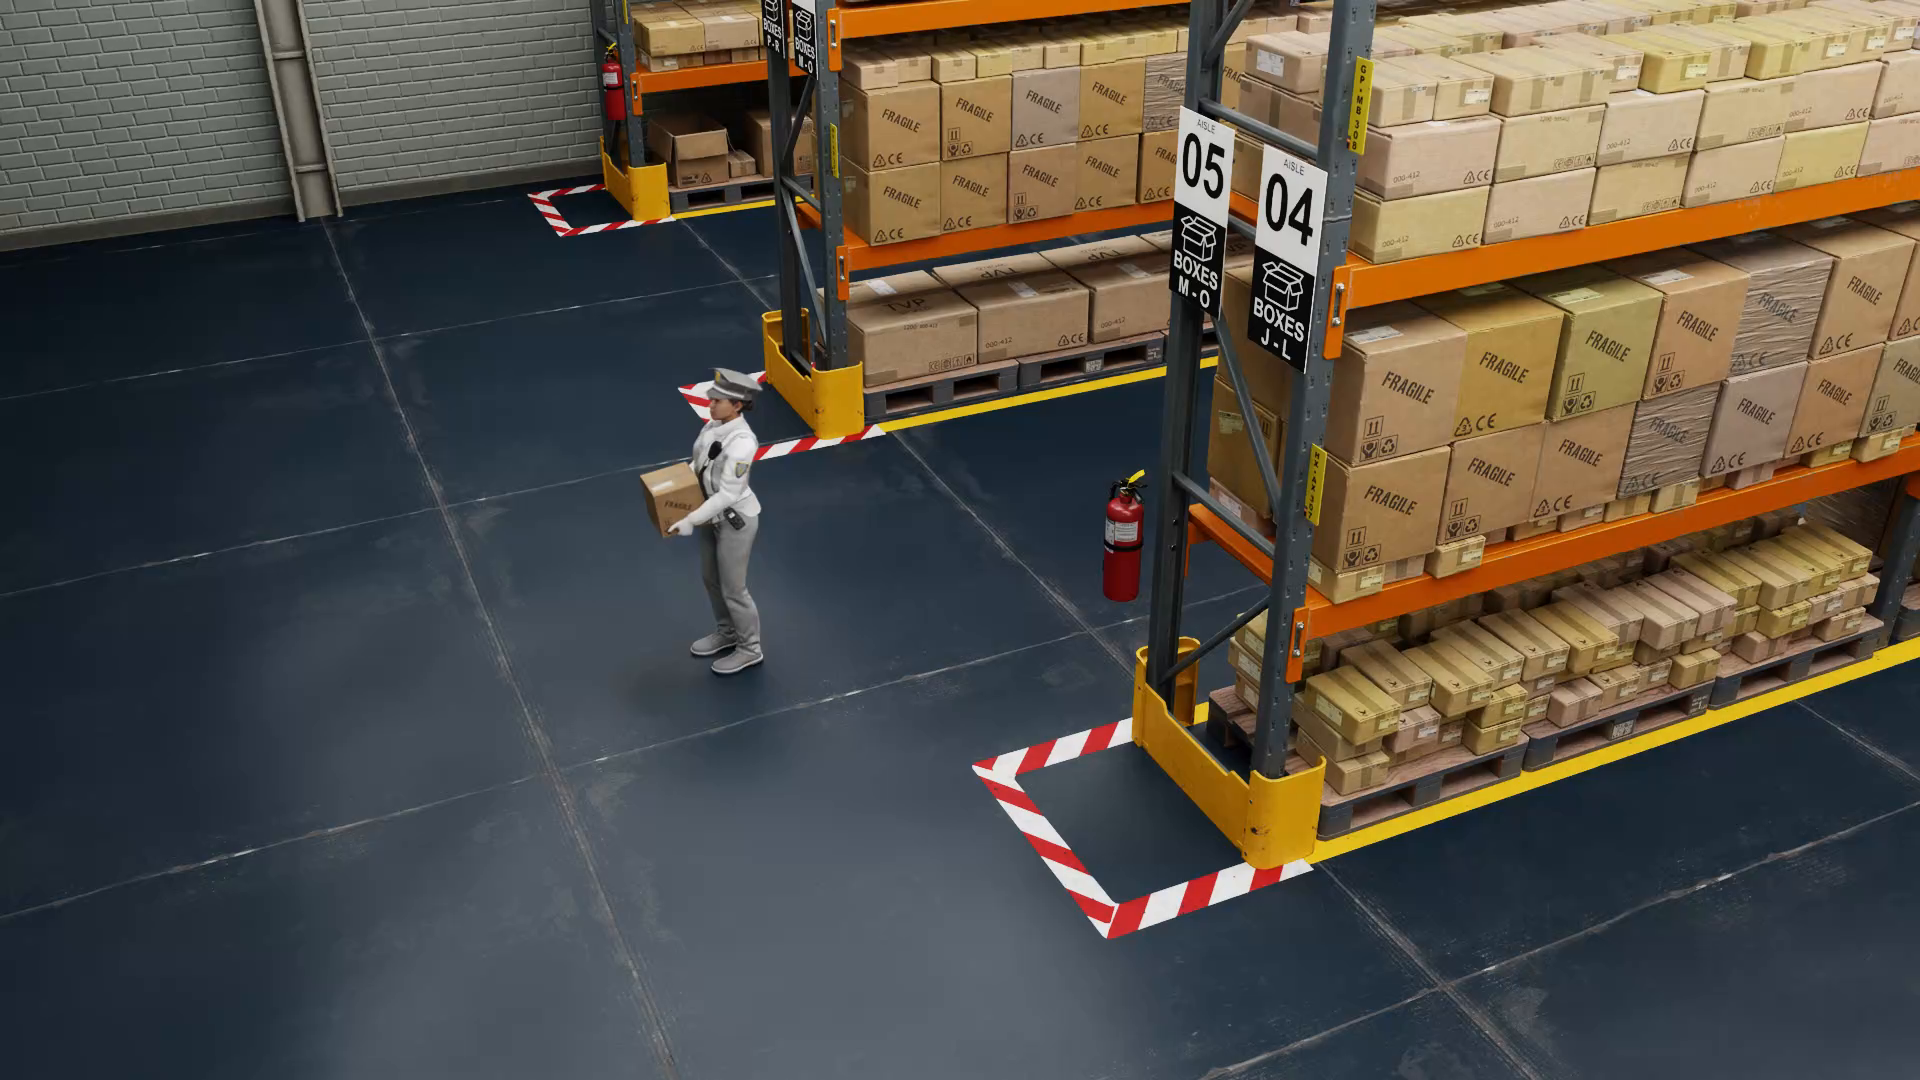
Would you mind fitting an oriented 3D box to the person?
[{"bbox_3d":[-1.266,-0.100,8.595,0.564,1.686,0.460,-13,32,-22],"label":"person"}]
